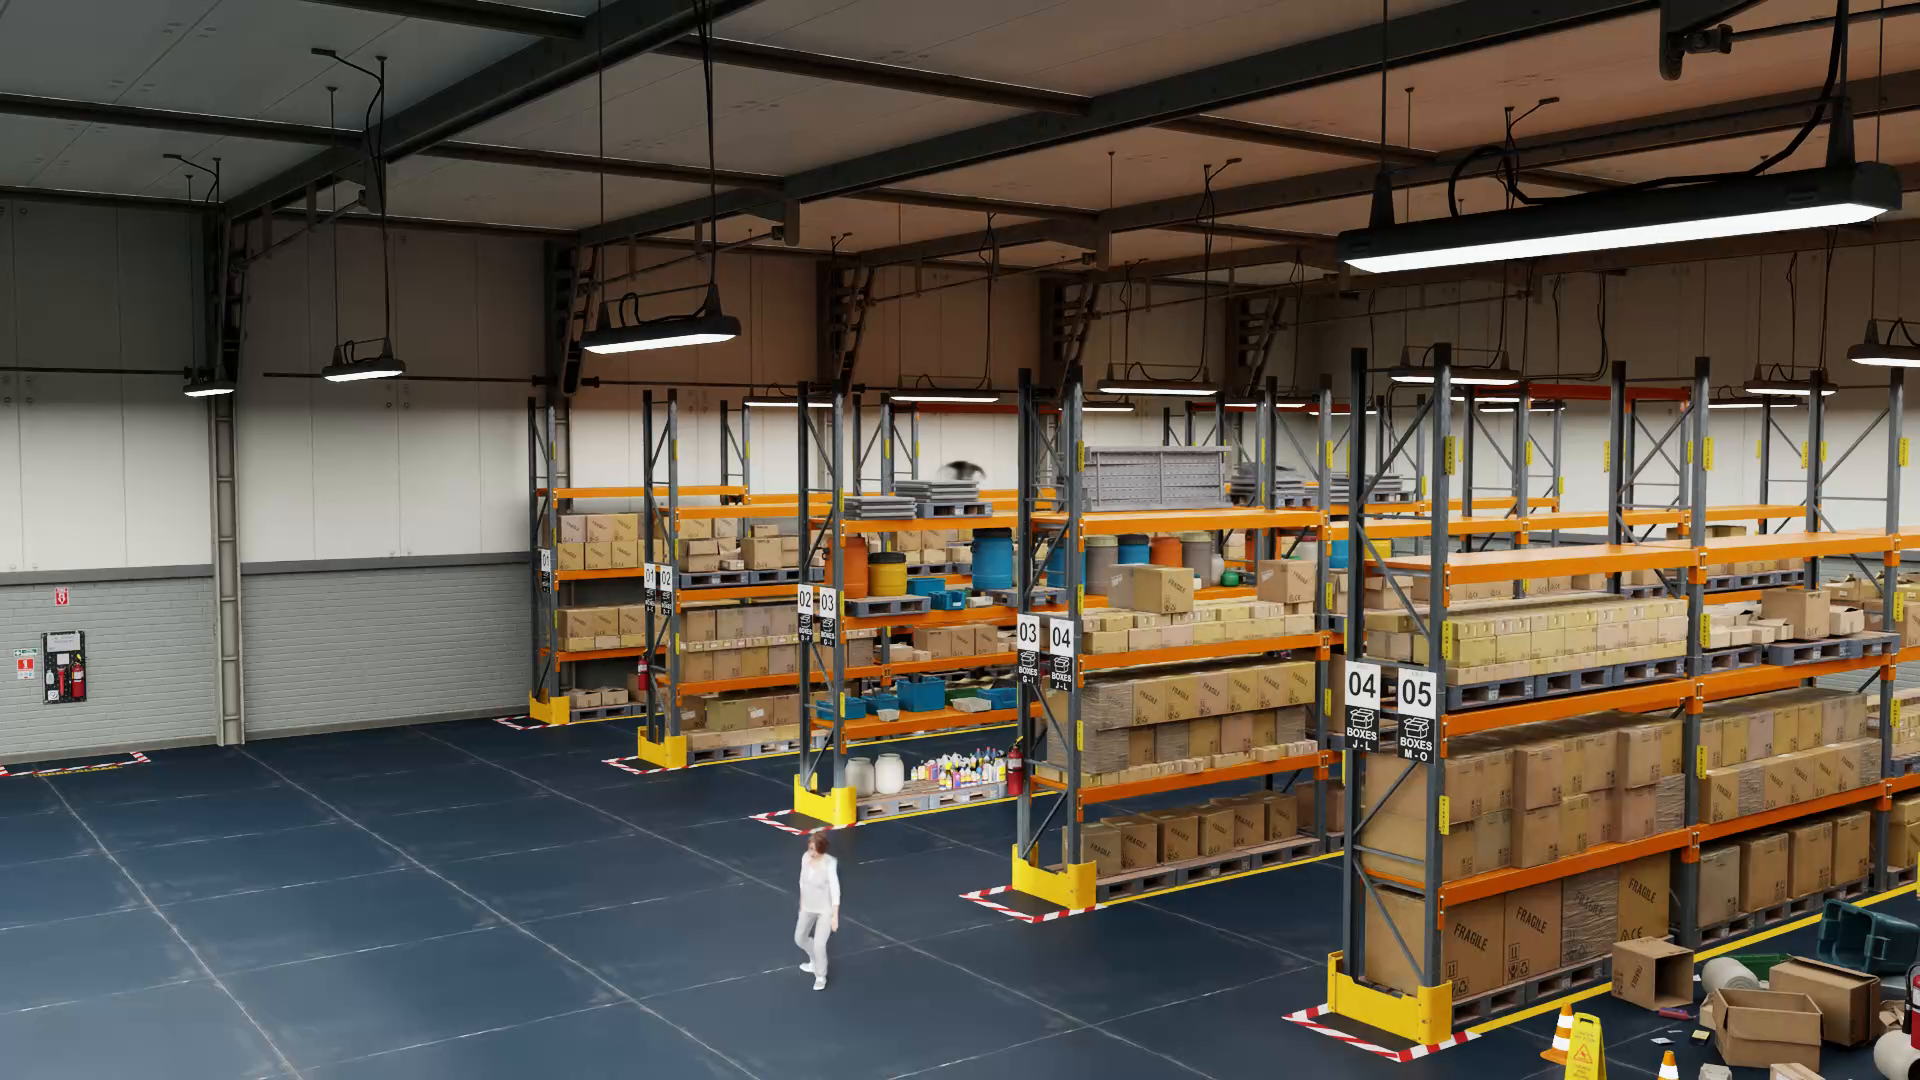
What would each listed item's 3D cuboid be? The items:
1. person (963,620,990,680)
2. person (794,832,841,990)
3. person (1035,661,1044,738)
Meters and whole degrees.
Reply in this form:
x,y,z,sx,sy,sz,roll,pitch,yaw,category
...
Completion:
x,y,z,sx,sy,sz,roll,pitch,yaw,category
0.446,2.377,33.689,0.574,1.681,0.988,3,4,39,person
-1.329,3.474,15.721,0.669,1.516,0.585,2,4,29,person
1.548,2.662,28.932,1.075,1.570,0.673,-2,4,-34,person
